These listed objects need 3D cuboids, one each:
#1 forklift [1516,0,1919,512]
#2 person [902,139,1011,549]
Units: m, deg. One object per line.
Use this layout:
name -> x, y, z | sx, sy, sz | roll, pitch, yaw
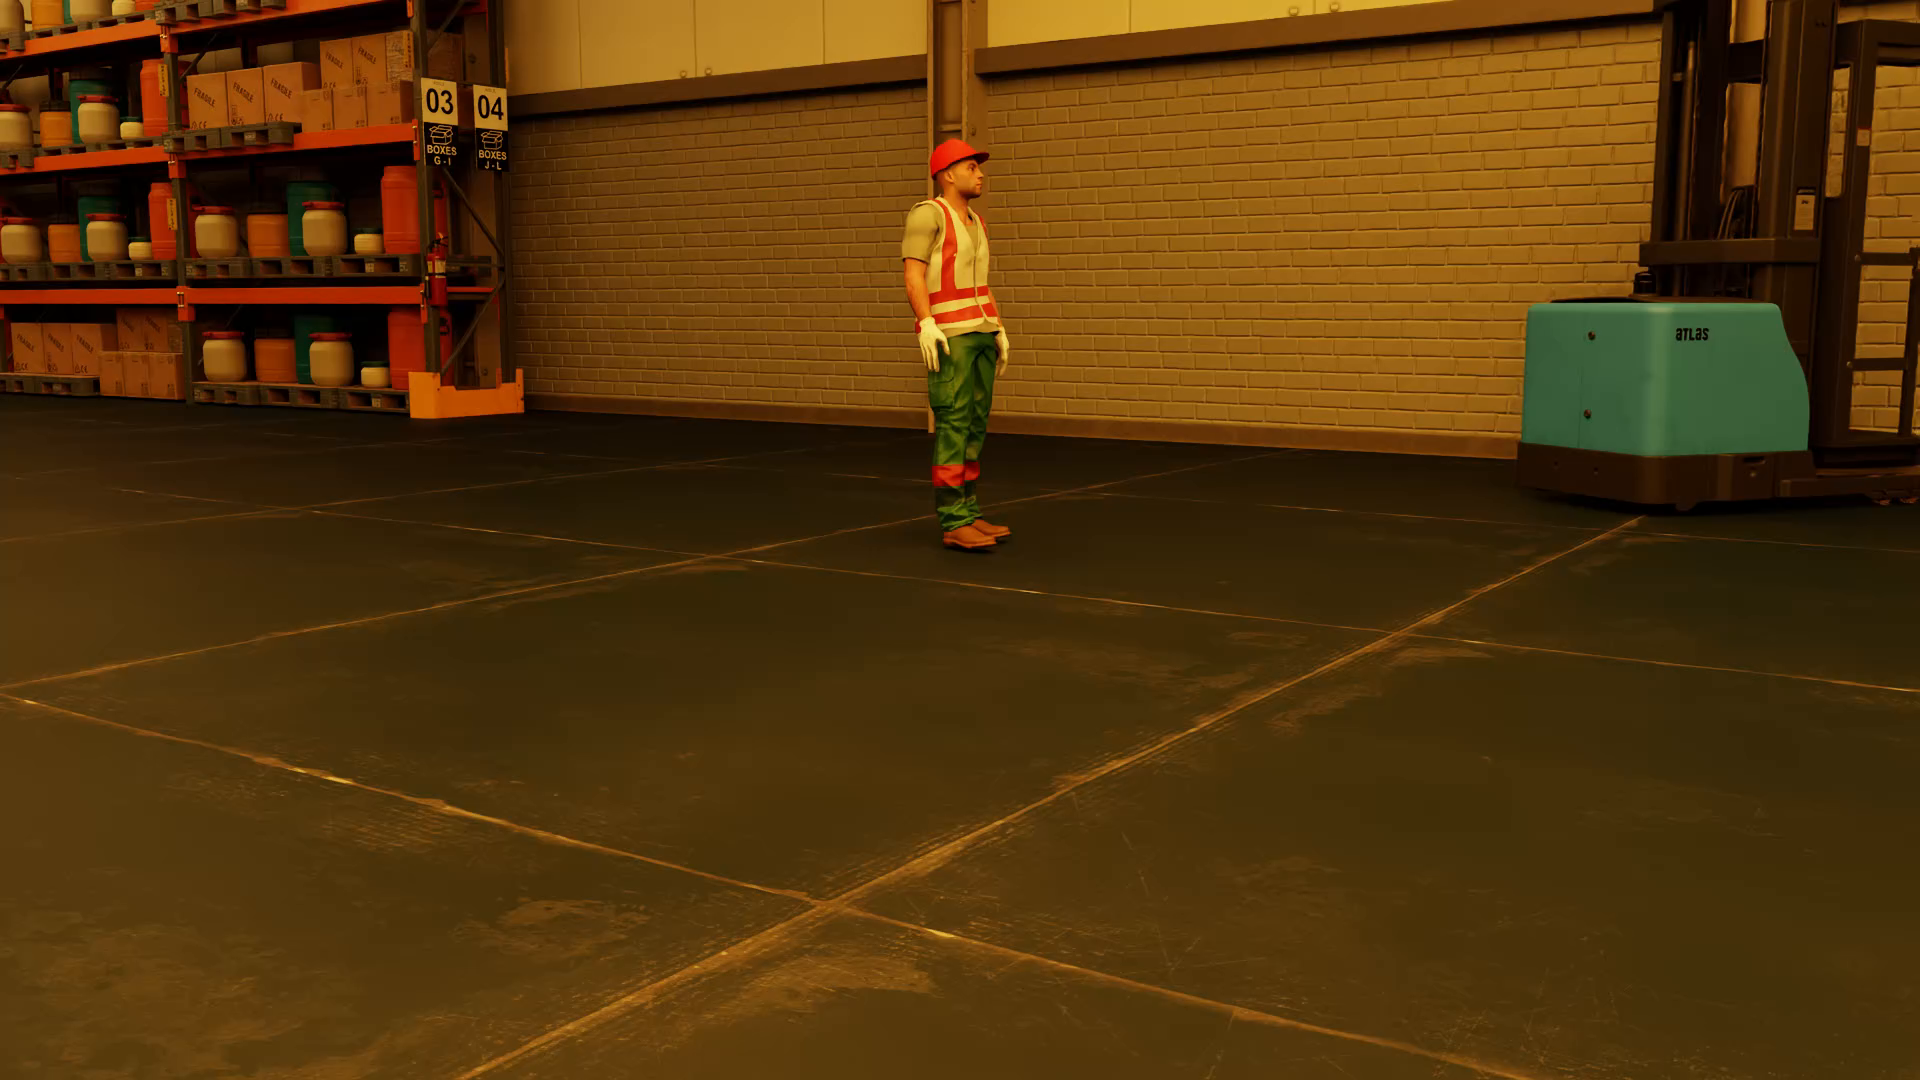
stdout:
forklift -> 4.658, -1.701, 9.156 | 3.031, 2.935, 1.130 | -3, 9, -21
person -> 0.060, -0.885, 7.422 | 0.562, 1.790, 0.637 | 5, 10, 34
